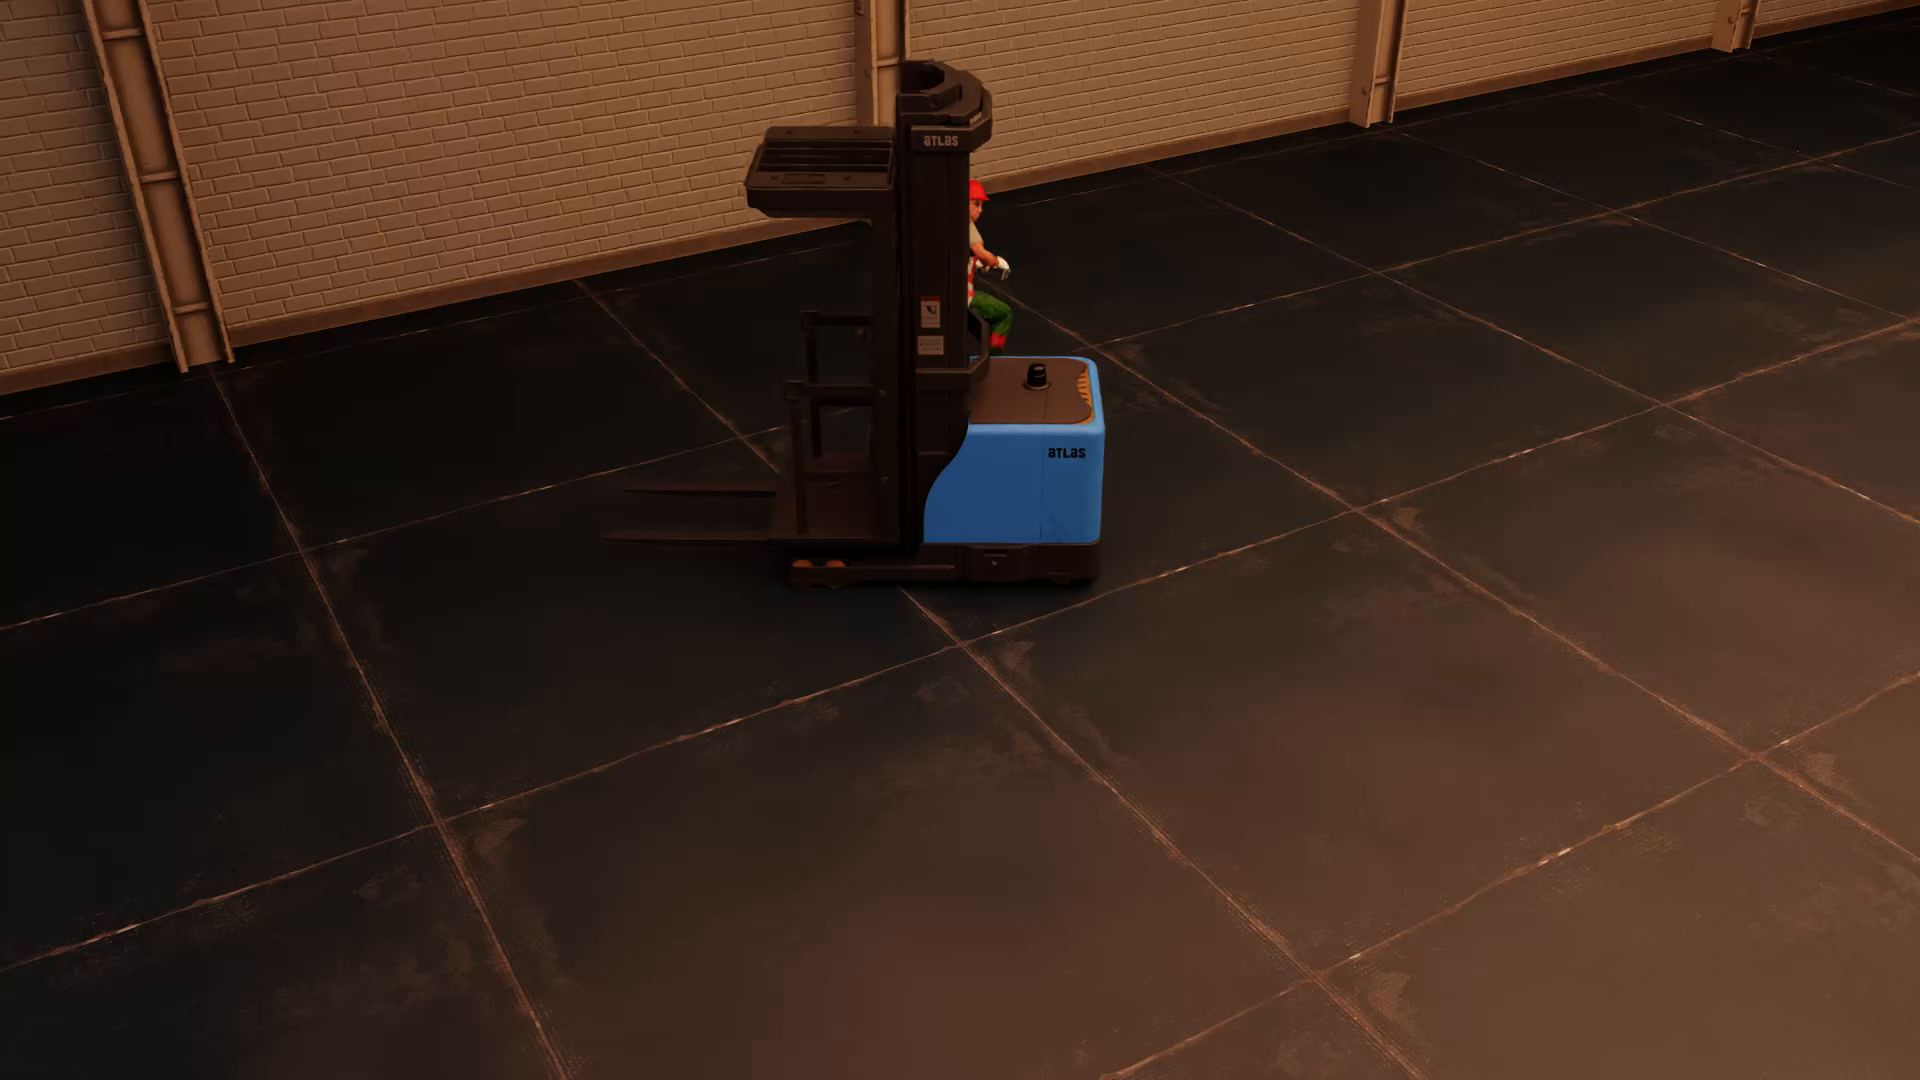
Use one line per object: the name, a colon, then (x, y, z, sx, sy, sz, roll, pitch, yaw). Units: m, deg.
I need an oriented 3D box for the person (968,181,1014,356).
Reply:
person: (0.083, -1.882, 12.226, 0.853, 1.528, 0.852, -22, 37, -32)

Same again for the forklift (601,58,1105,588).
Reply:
forklift: (-0.662, -1.240, 9.718, 3.031, 2.935, 1.130, 0, 31, 1)
